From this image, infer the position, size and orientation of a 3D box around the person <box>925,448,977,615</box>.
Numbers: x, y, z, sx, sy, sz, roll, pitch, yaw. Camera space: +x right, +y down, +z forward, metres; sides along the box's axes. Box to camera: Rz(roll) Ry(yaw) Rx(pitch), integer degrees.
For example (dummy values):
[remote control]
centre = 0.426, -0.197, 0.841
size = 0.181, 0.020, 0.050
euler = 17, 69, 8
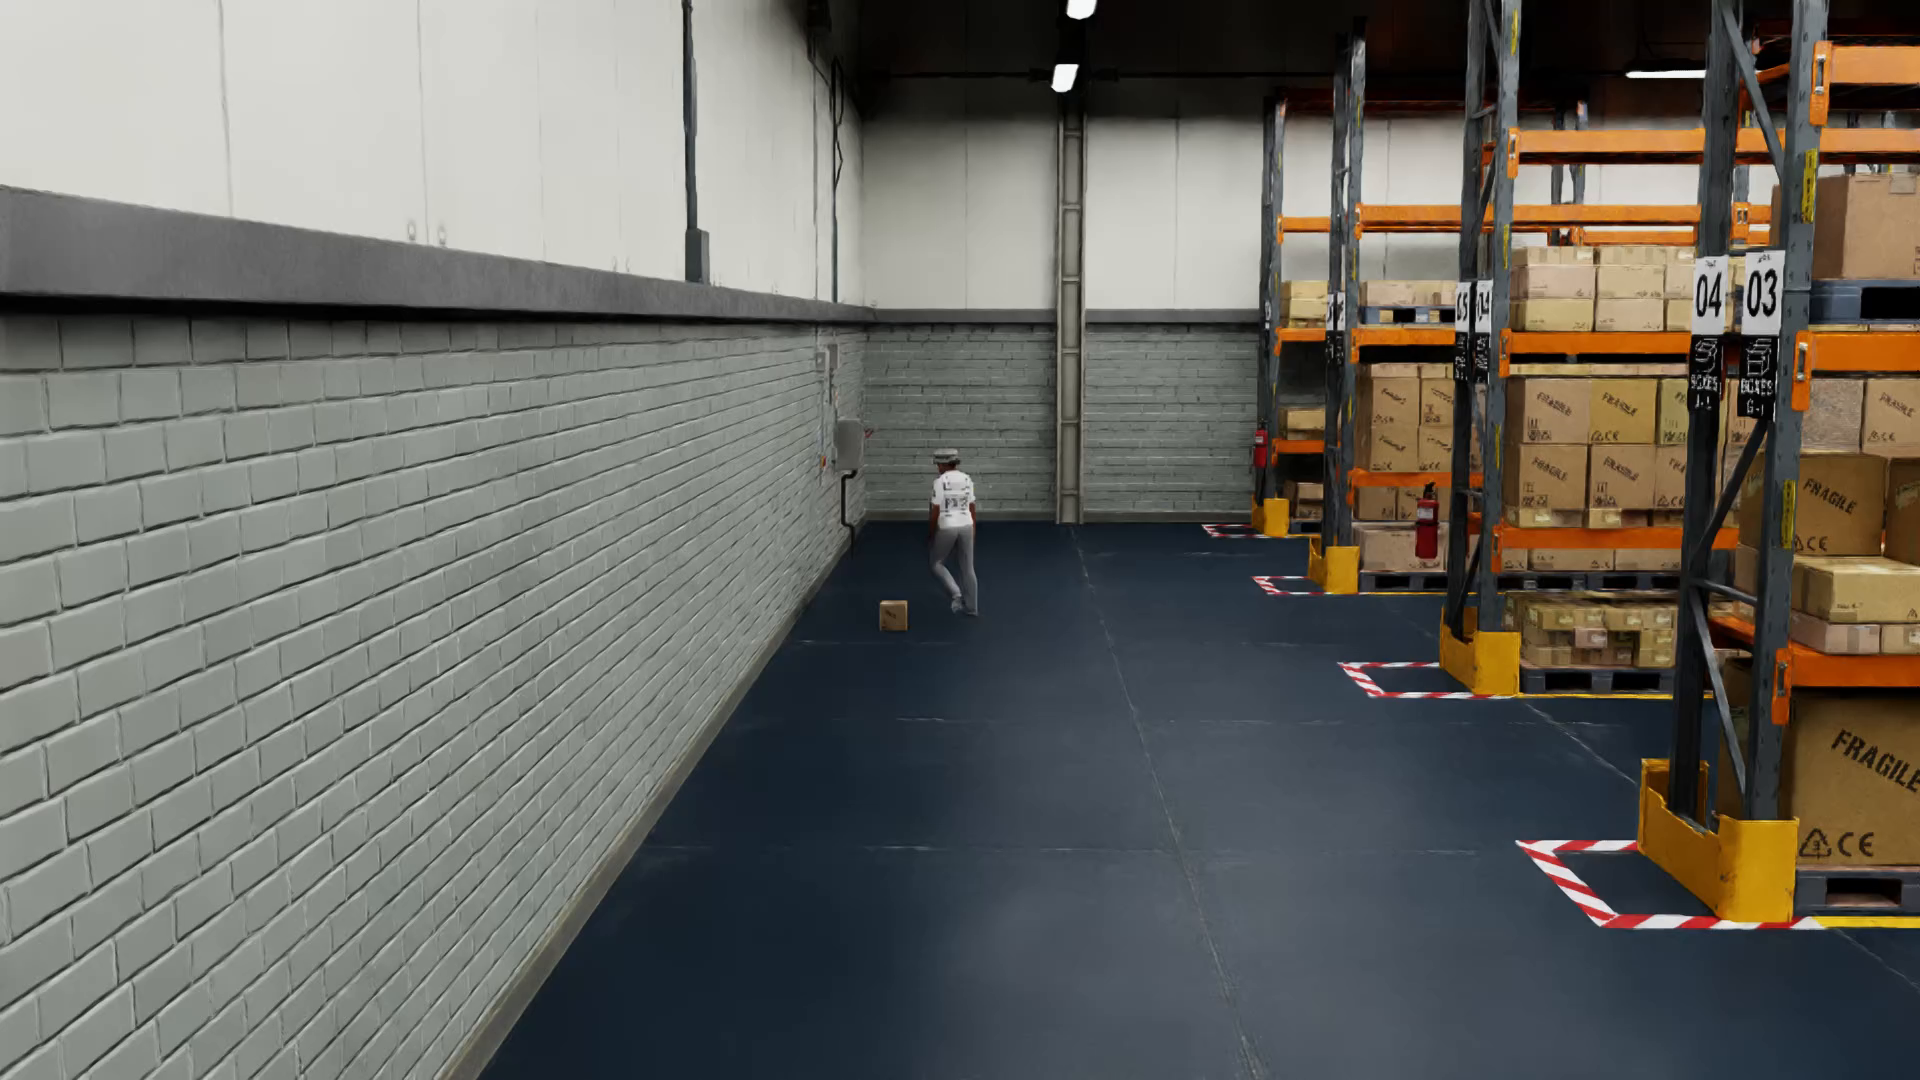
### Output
[person]
centre = -0.042, -0.070, 16.250
size = 0.564, 1.646, 0.475
euler = -4, 8, -26
